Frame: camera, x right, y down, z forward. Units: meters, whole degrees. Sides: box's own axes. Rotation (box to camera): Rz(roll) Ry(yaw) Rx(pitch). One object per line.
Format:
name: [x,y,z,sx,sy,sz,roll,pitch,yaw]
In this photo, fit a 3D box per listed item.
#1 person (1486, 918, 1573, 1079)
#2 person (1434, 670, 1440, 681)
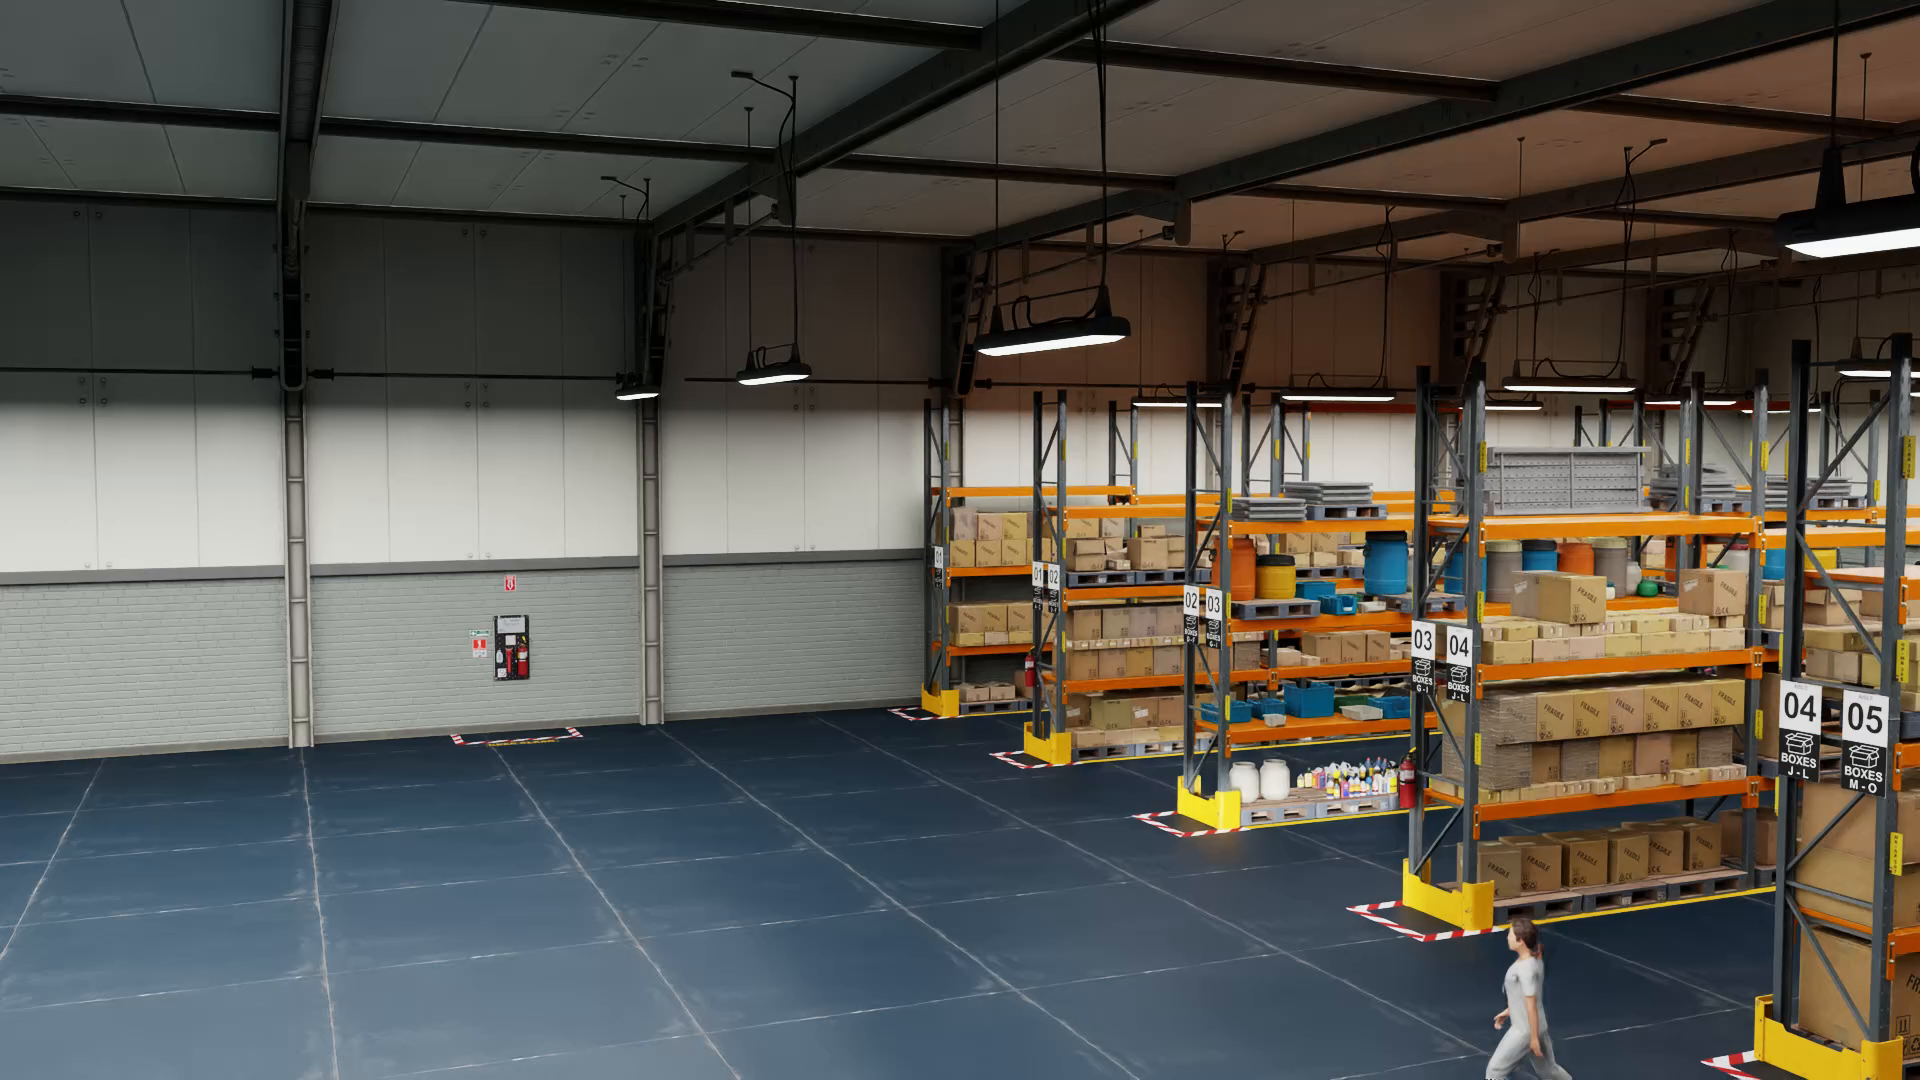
person: [4.222,3.611,12.355,1.092,1.612,0.509,1,3,9]
person: [9.150,2.379,32.555,1.085,1.707,0.619,-1,4,-22]
